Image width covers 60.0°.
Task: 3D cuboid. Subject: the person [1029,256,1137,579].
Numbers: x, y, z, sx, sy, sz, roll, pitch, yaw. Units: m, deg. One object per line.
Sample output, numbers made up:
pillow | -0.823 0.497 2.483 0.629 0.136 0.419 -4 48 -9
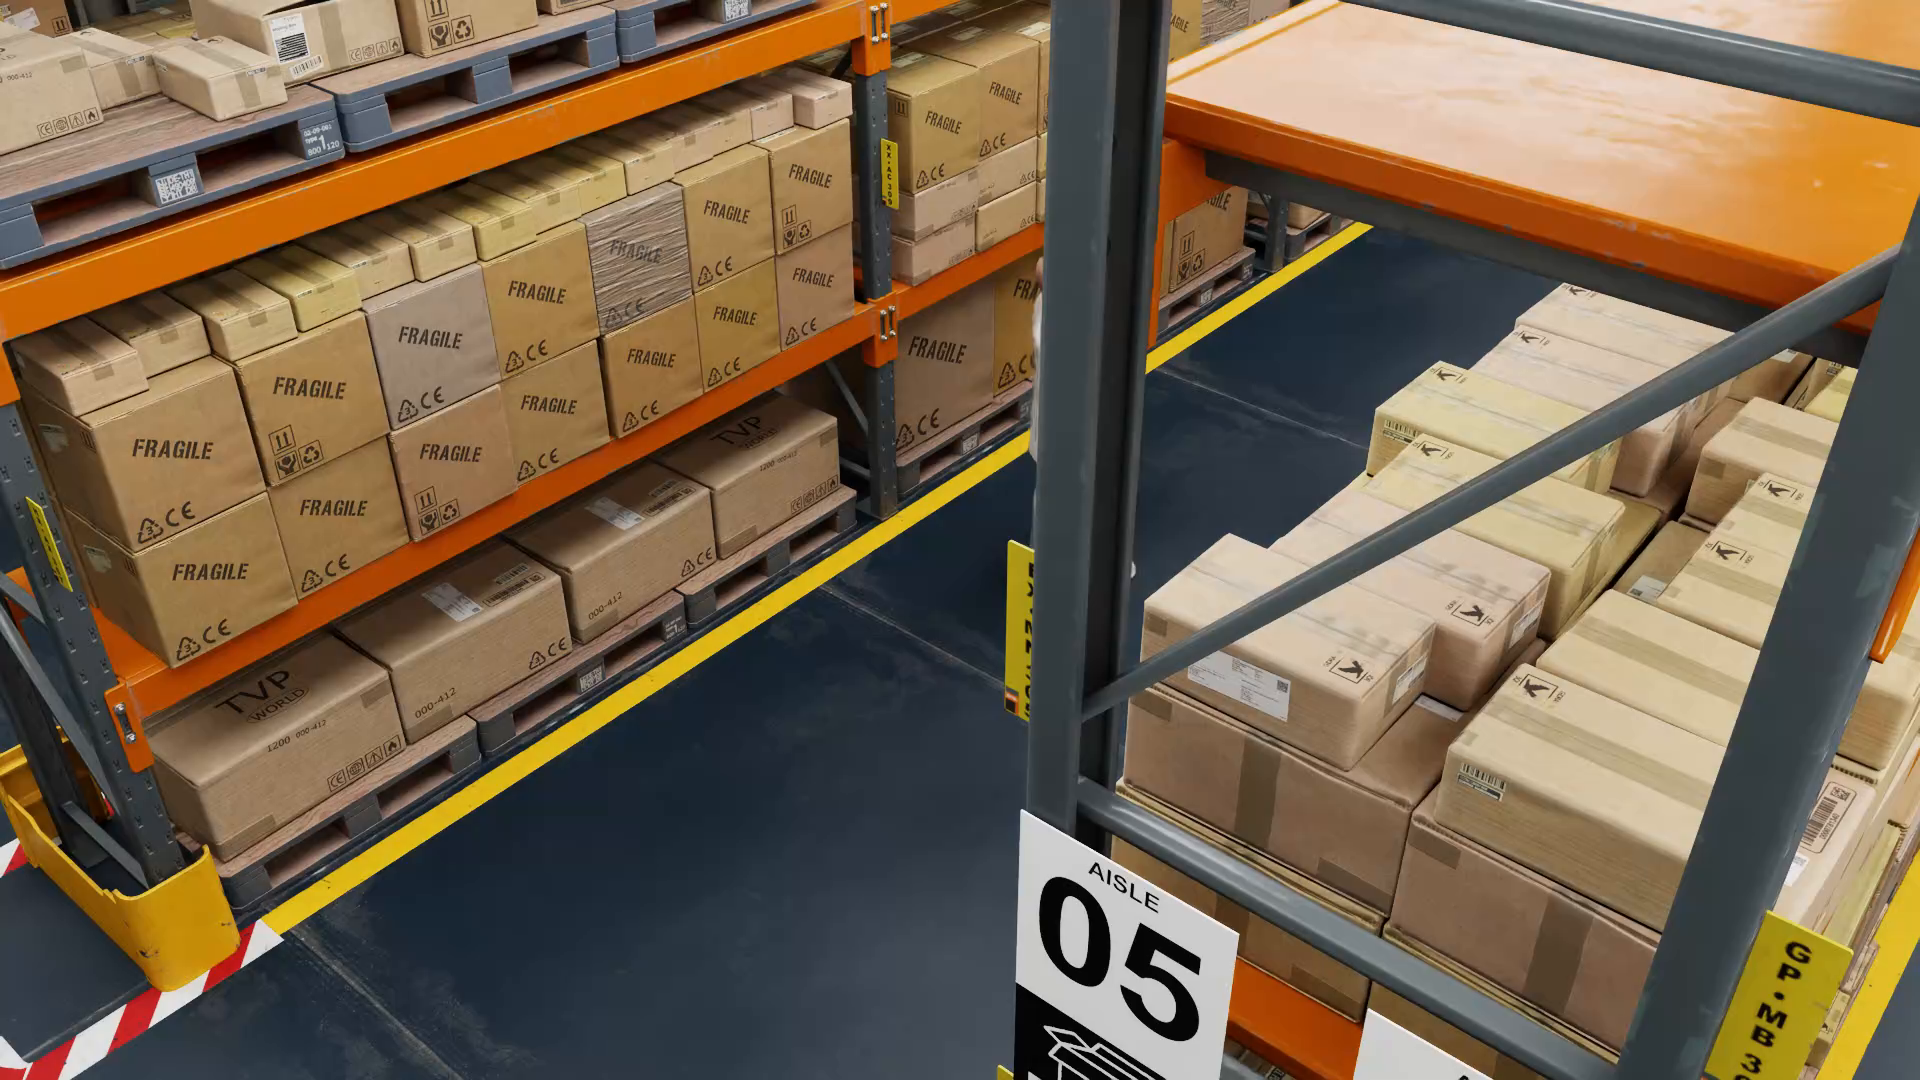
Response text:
person | 0.605 -0.592 8.072 0.579 1.769 0.580 -2 35 -4
